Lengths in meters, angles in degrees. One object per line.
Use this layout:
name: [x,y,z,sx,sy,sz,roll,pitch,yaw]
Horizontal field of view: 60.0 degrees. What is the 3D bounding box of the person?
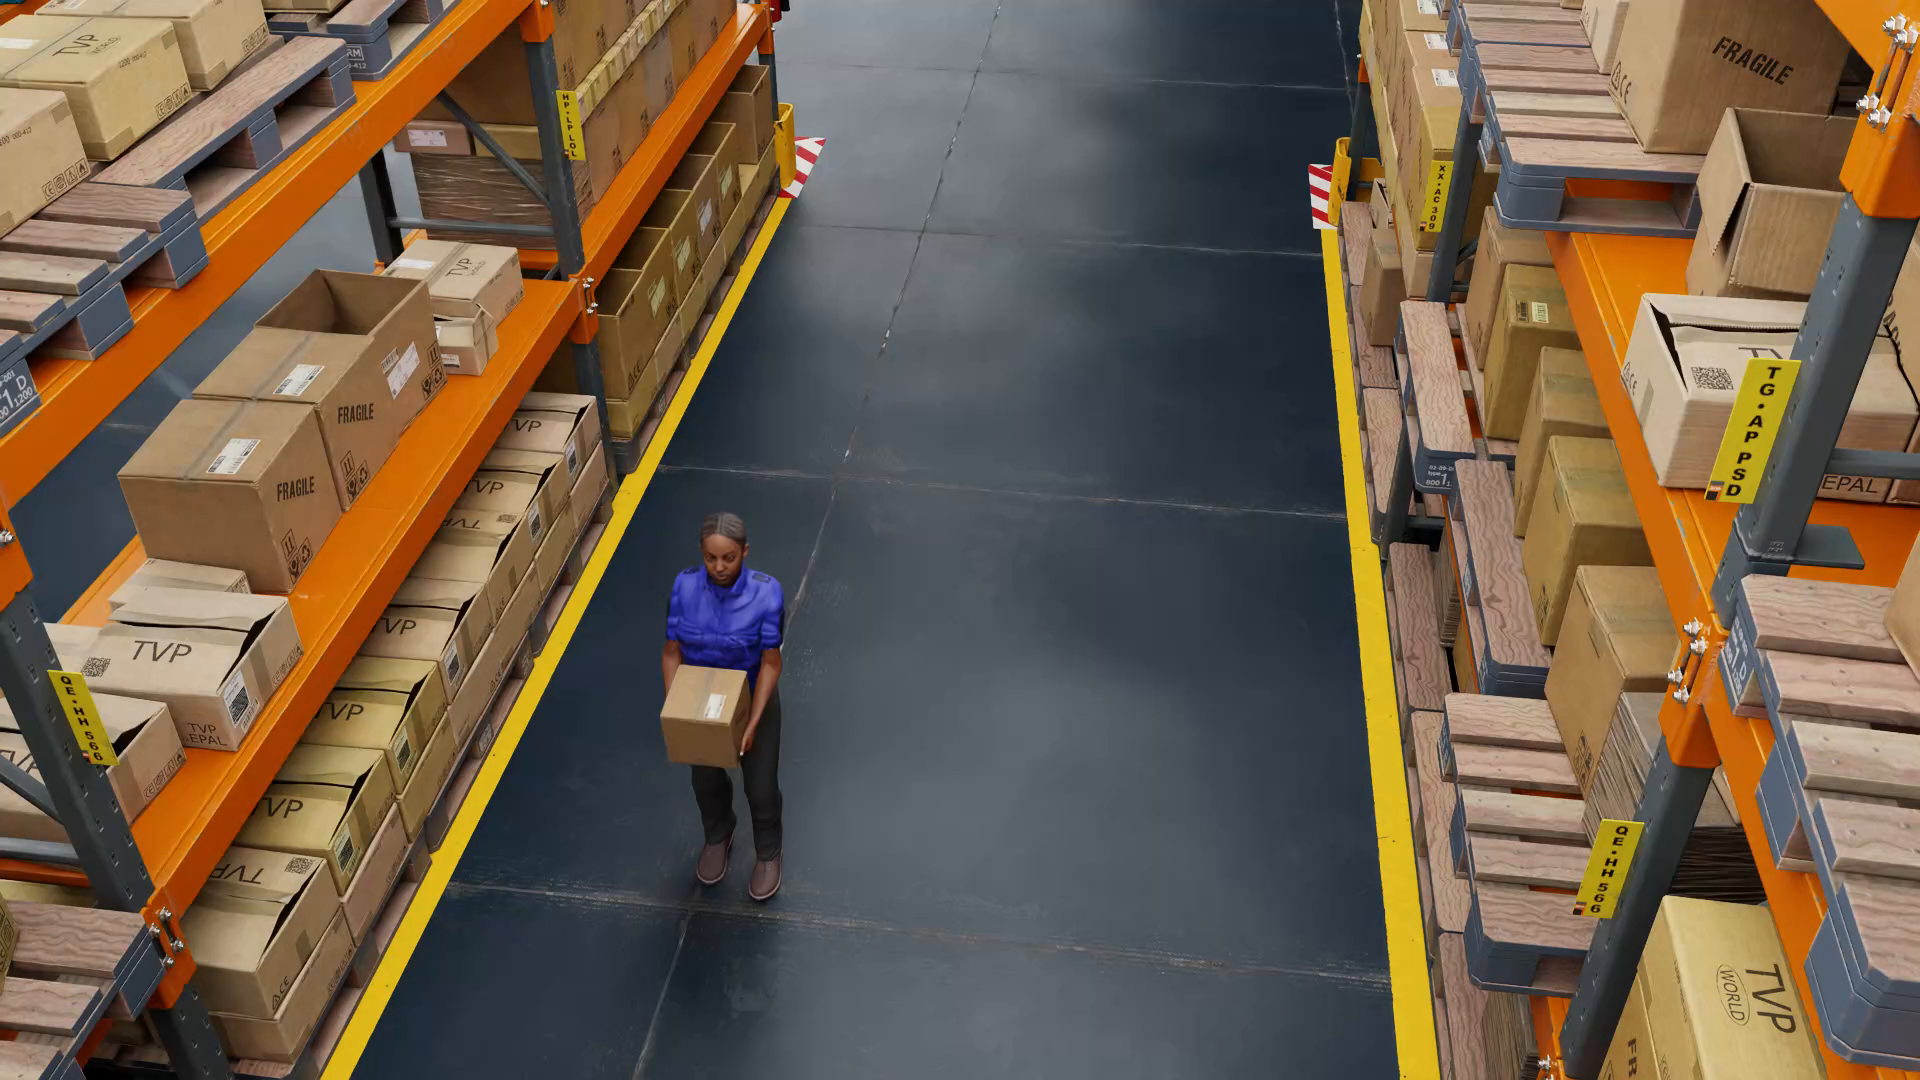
person: [-0.869,0.662,6.152,0.451,1.650,0.518,5,37,7]
